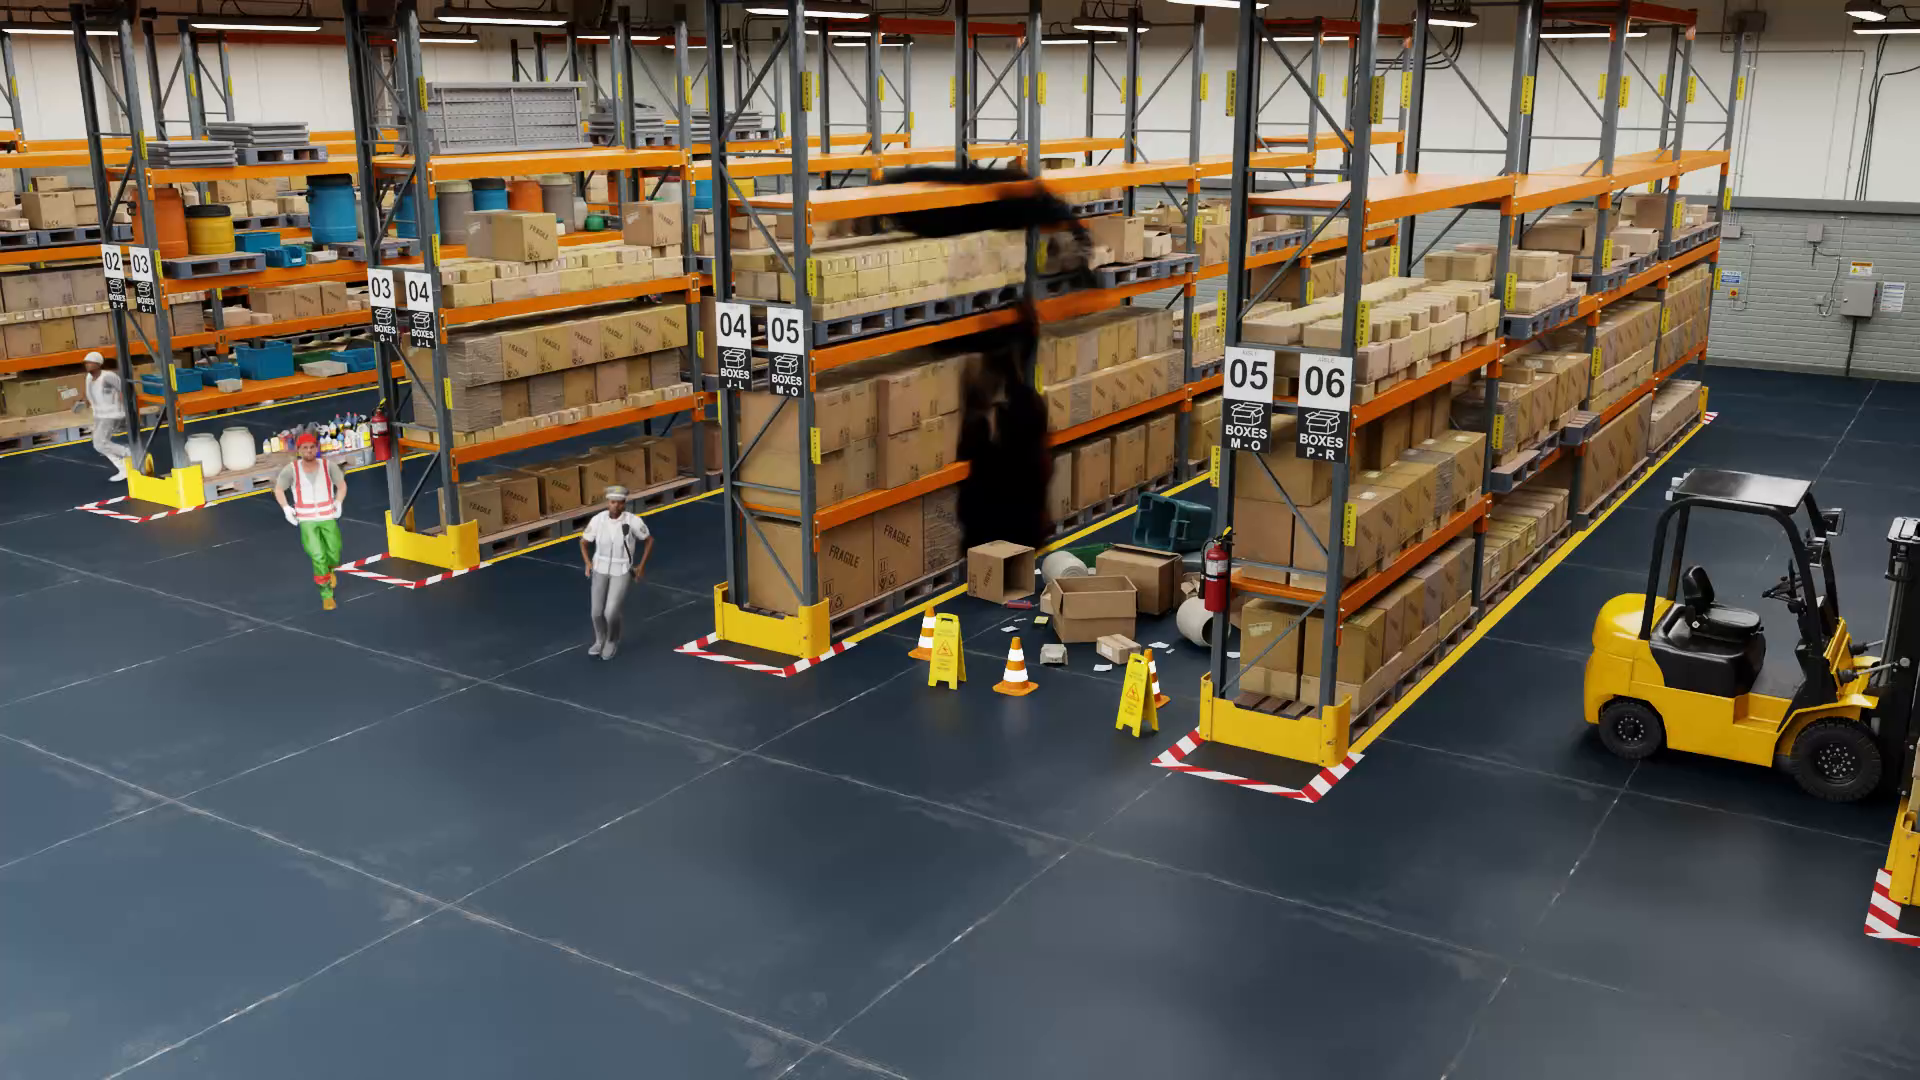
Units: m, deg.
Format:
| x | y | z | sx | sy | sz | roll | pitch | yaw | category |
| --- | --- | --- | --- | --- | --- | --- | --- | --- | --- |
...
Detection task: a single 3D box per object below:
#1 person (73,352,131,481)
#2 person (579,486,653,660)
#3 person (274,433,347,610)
| x | y | z | sx | sy | sz | roll | pitch | yaw | category |
| --- | --- | --- | --- | --- | --- | --- | --- | --- | --- |
| -11.246 | -1.611 | 21.824 | 0.687 | 1.722 | 0.612 | 11 | 19 | 34 | person |
| -3.130 | 0.299 | 15.077 | 0.638 | 1.643 | 0.597 | 1 | 16 | 5 | person |
| -6.495 | -0.216 | 16.735 | 0.682 | 1.766 | 0.744 | -9 | 18 | -28 | person |
